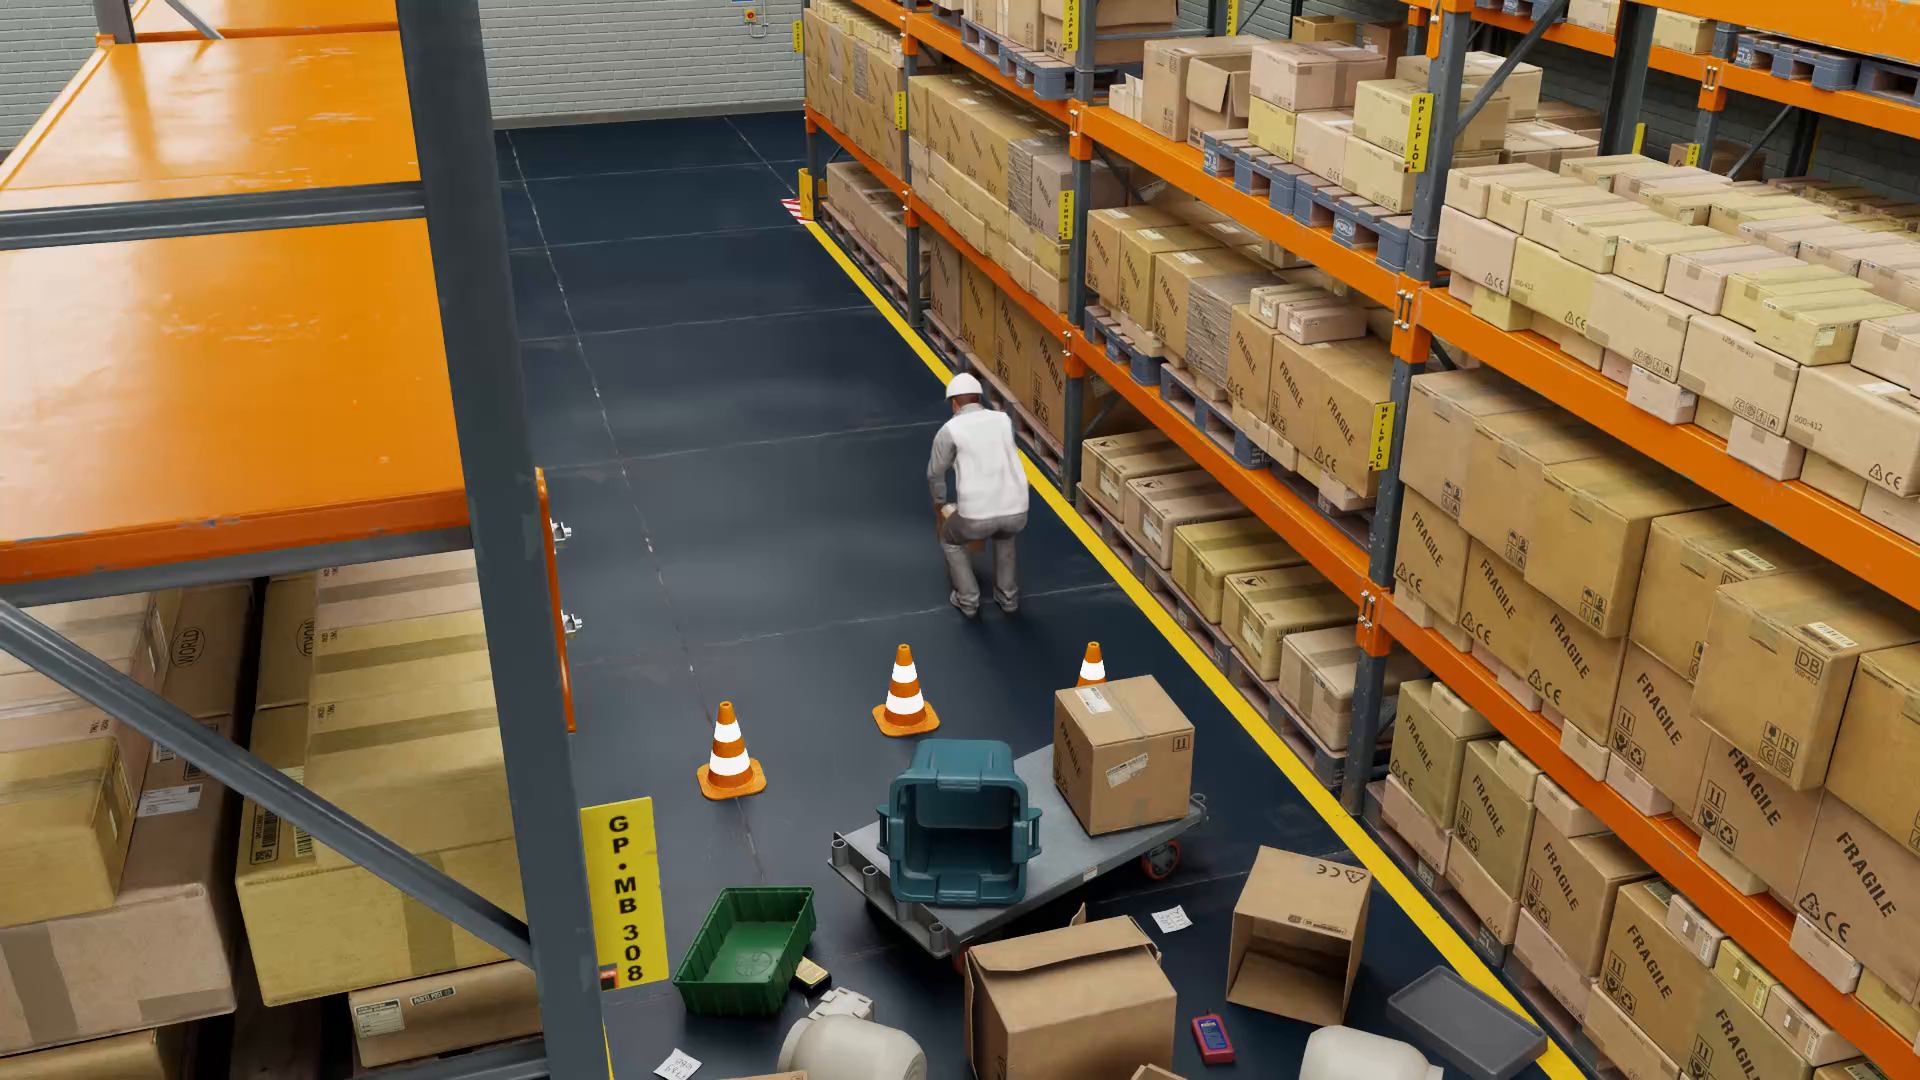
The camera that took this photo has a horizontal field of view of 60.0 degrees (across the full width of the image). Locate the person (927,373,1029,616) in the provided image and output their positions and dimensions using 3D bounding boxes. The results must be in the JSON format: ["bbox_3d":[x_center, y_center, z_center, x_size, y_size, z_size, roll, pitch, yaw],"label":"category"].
[{"bbox_3d":[0.105,-0.254,10.225,0.592,1.450,0.752,-8,27,-16],"label":"person"}]
